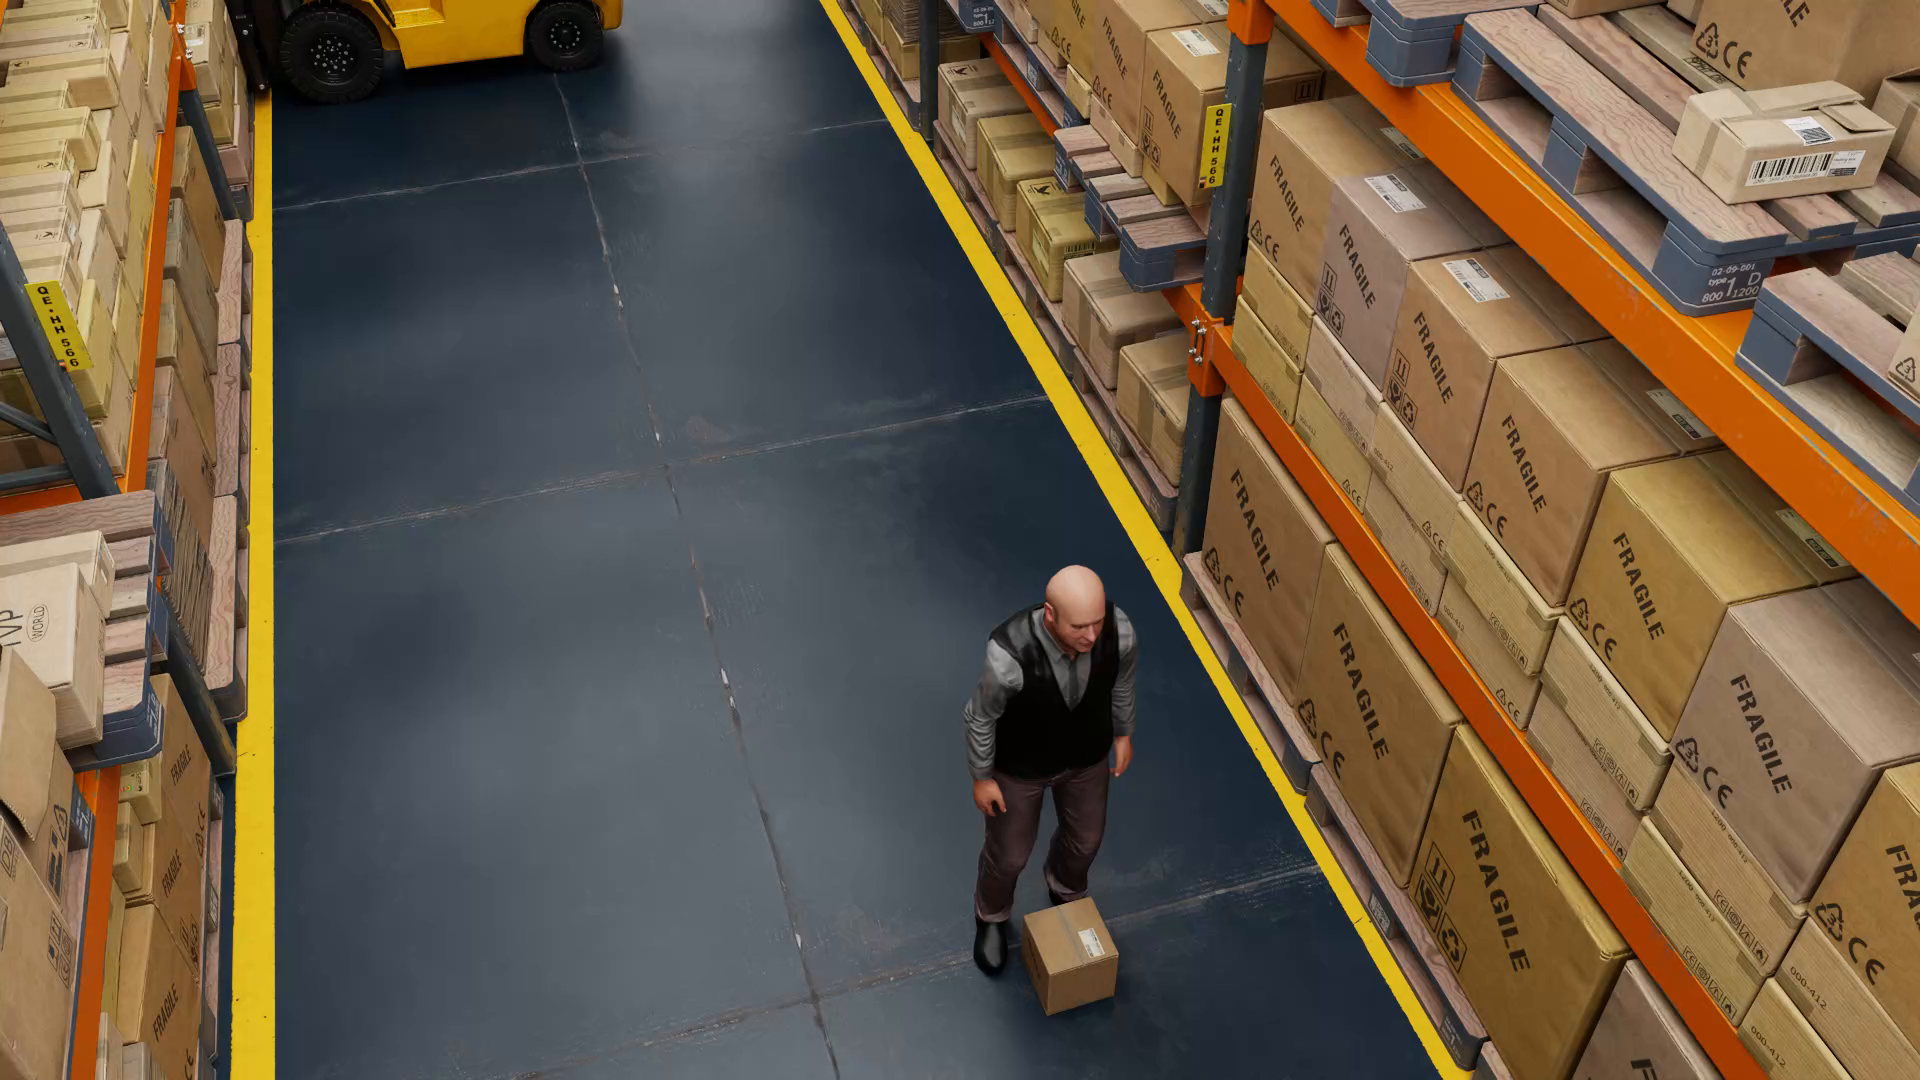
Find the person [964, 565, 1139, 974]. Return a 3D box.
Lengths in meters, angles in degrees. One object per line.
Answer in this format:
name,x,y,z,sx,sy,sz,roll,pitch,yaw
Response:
person,0.288,0.697,5.403,0.593,1.720,0.419,-14,44,-15
